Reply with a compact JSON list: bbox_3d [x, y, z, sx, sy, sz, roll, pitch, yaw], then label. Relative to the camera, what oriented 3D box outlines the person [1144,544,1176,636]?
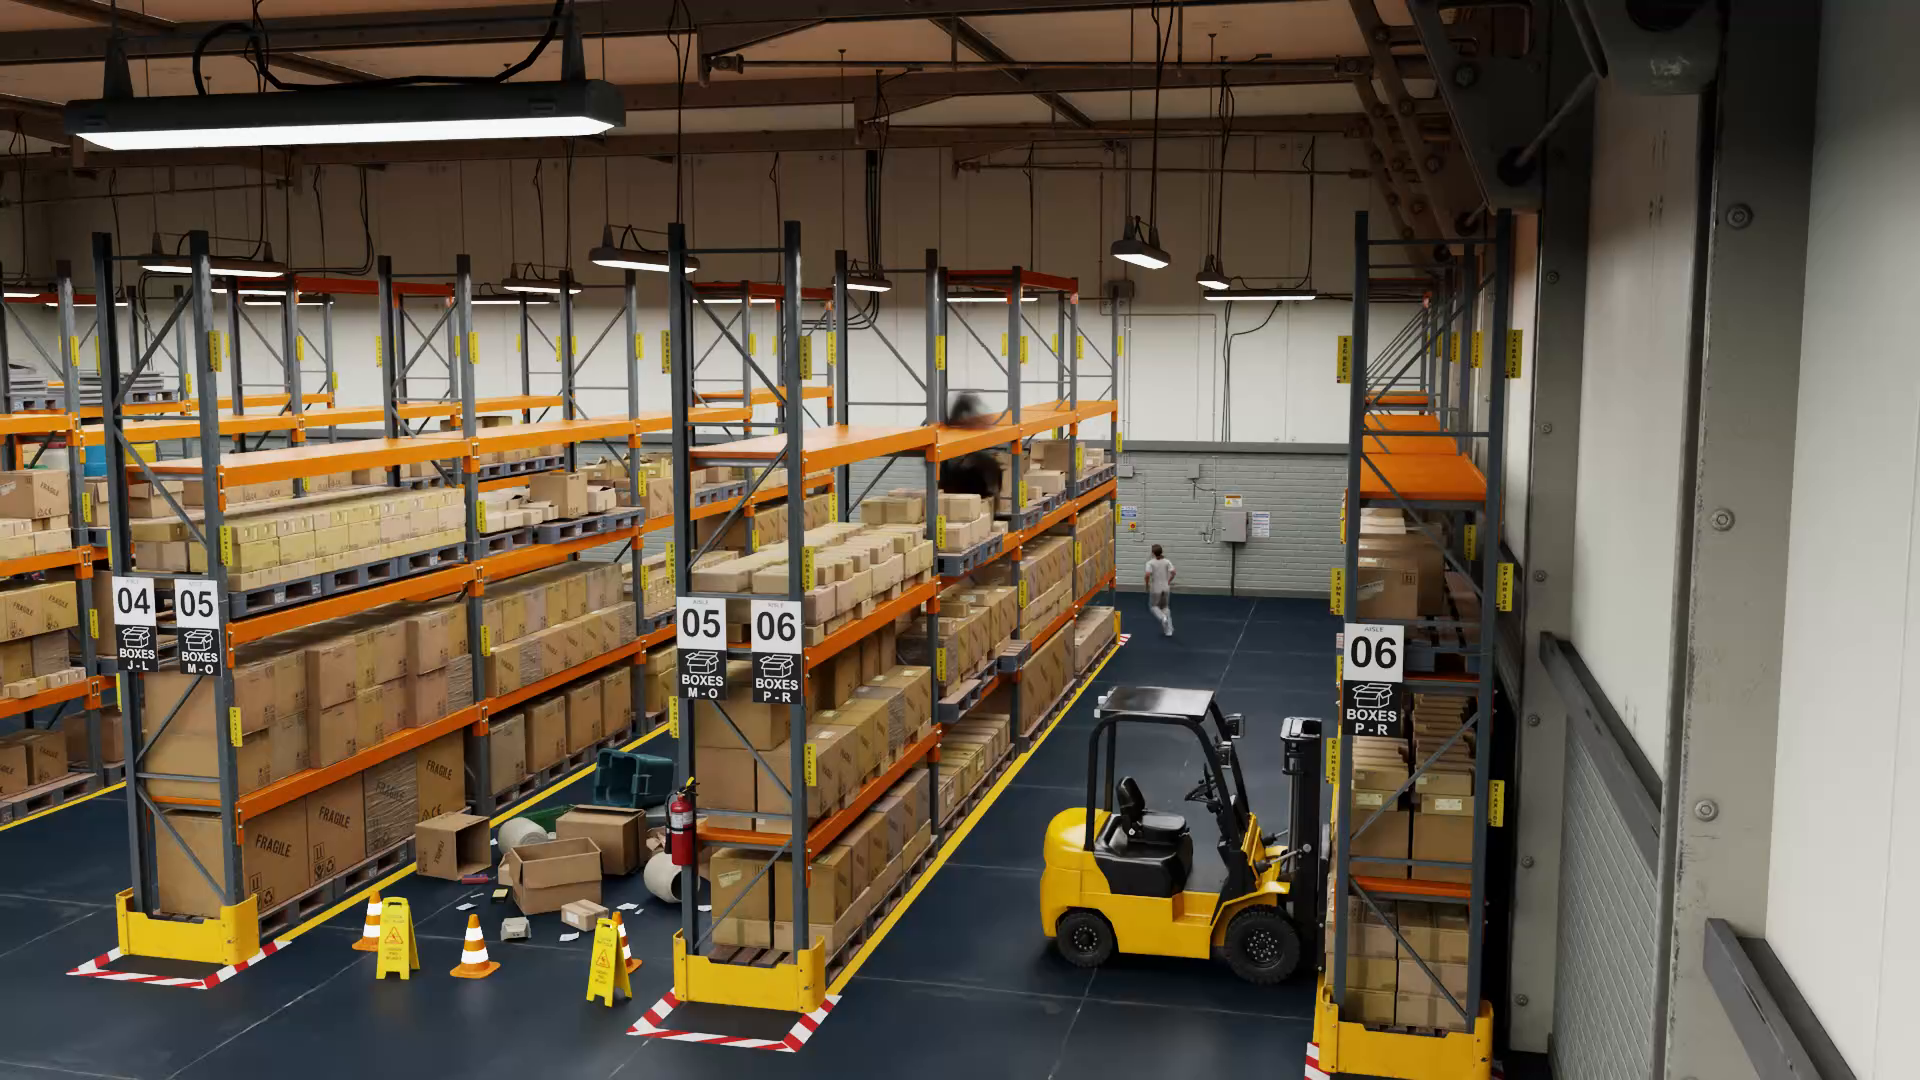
[{"bbox_3d":[3.428,0.864,28.811,0.616,1.611,0.533,-2,7,-16],"label":"person"}]

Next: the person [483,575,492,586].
[{"bbox_3d":[-7.036,1.310,24.772,0.663,1.716,0.901,1,7,6],"label":"person"}]
